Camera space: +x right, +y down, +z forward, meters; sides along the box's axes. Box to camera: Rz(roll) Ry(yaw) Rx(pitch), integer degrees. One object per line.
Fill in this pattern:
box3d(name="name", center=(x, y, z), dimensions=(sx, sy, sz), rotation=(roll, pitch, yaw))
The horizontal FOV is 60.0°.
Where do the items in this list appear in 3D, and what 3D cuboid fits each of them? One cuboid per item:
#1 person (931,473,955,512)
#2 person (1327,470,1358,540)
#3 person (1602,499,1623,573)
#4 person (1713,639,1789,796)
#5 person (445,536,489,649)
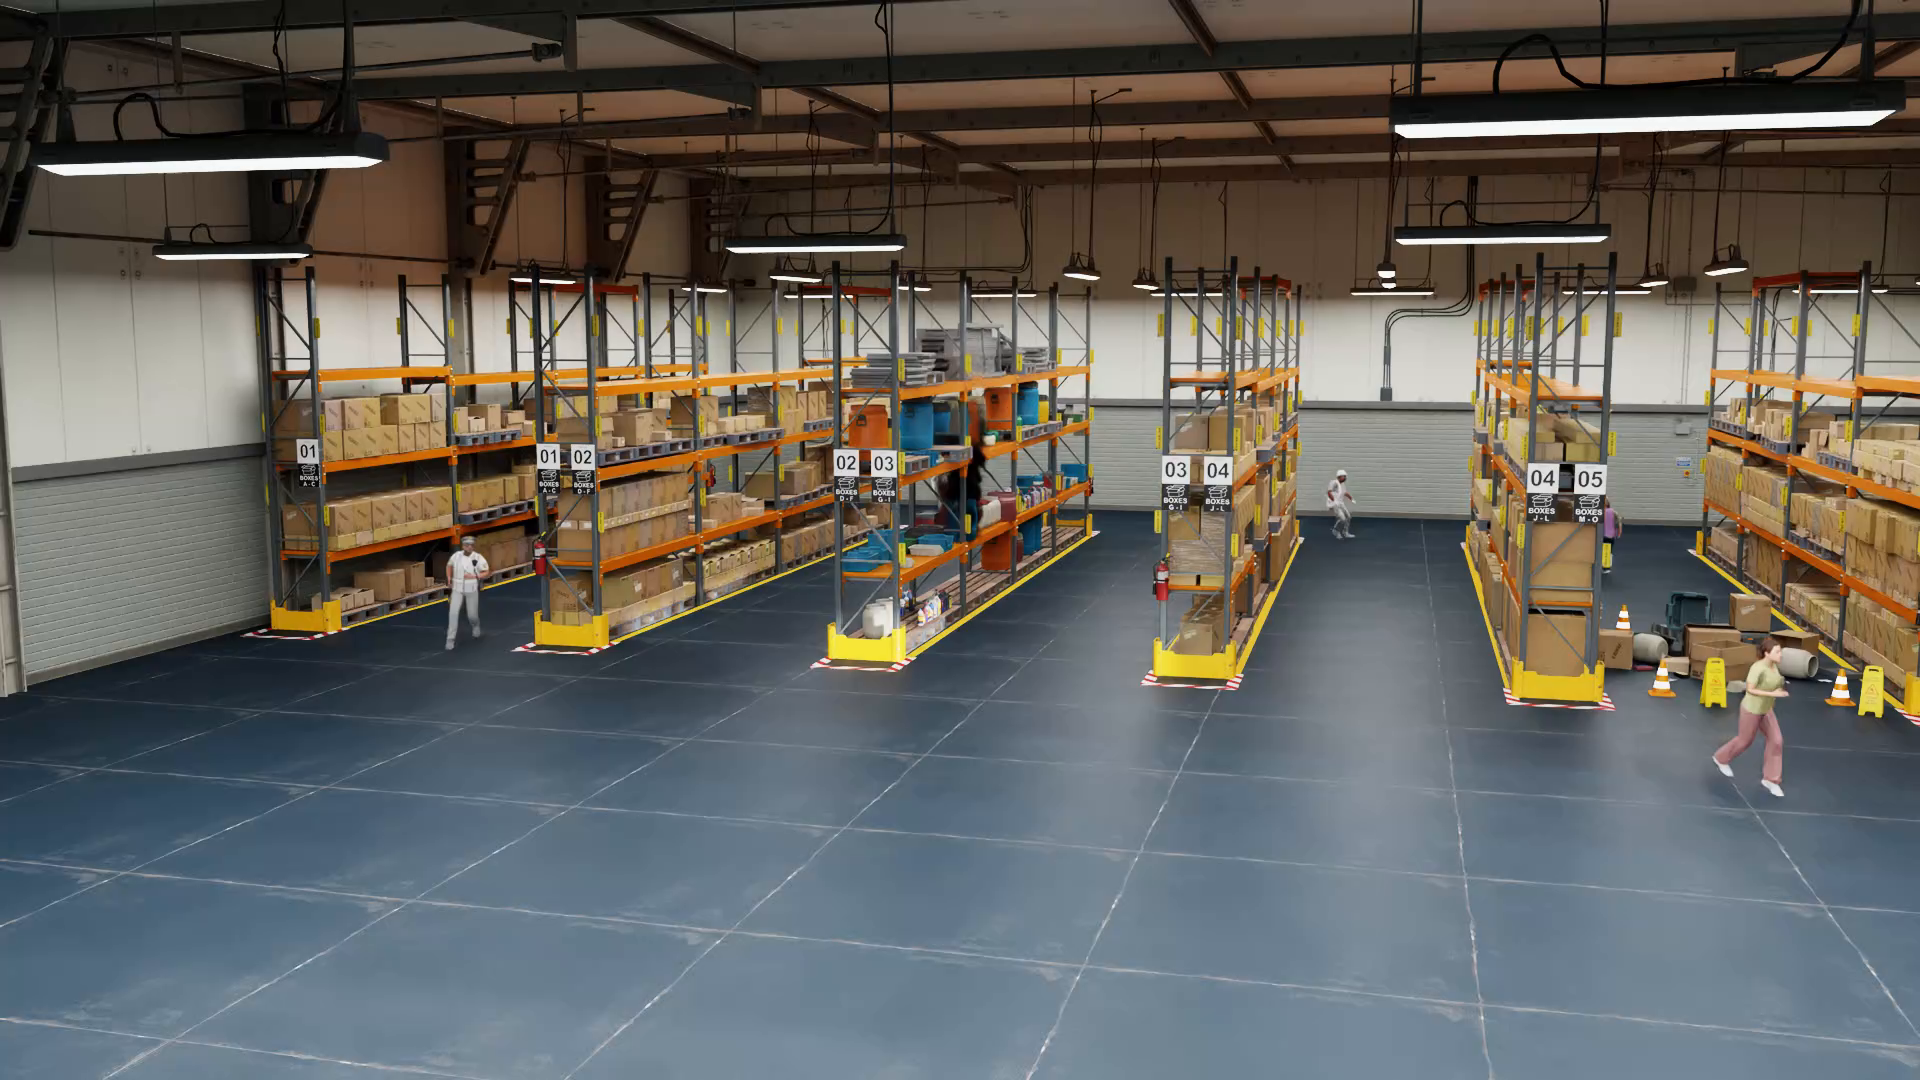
box3d(name="person", center=(-0.422, -1.109, 41.360), dimensions=(0.609, 1.684, 0.942), rotation=(0, 7, -3))
box3d(name="person", center=(9.070, -0.836, 39.612), dimensions=(0.508, 1.693, 0.951), rotation=(7, 10, 43))
box3d(name="person", center=(13.252, -0.060, 34.064), dimensions=(0.570, 1.555, 0.651), rotation=(1, 7, 9))
box3d(name="person", center=(8.664, 1.905, 18.190), dimensions=(0.591, 1.715, 0.890), rotation=(-4, 8, -30))
box3d(name="person", center=(-7.844, 0.805, 26.495), dimensions=(0.685, 1.765, 0.927), rotation=(-1, 7, -10))
